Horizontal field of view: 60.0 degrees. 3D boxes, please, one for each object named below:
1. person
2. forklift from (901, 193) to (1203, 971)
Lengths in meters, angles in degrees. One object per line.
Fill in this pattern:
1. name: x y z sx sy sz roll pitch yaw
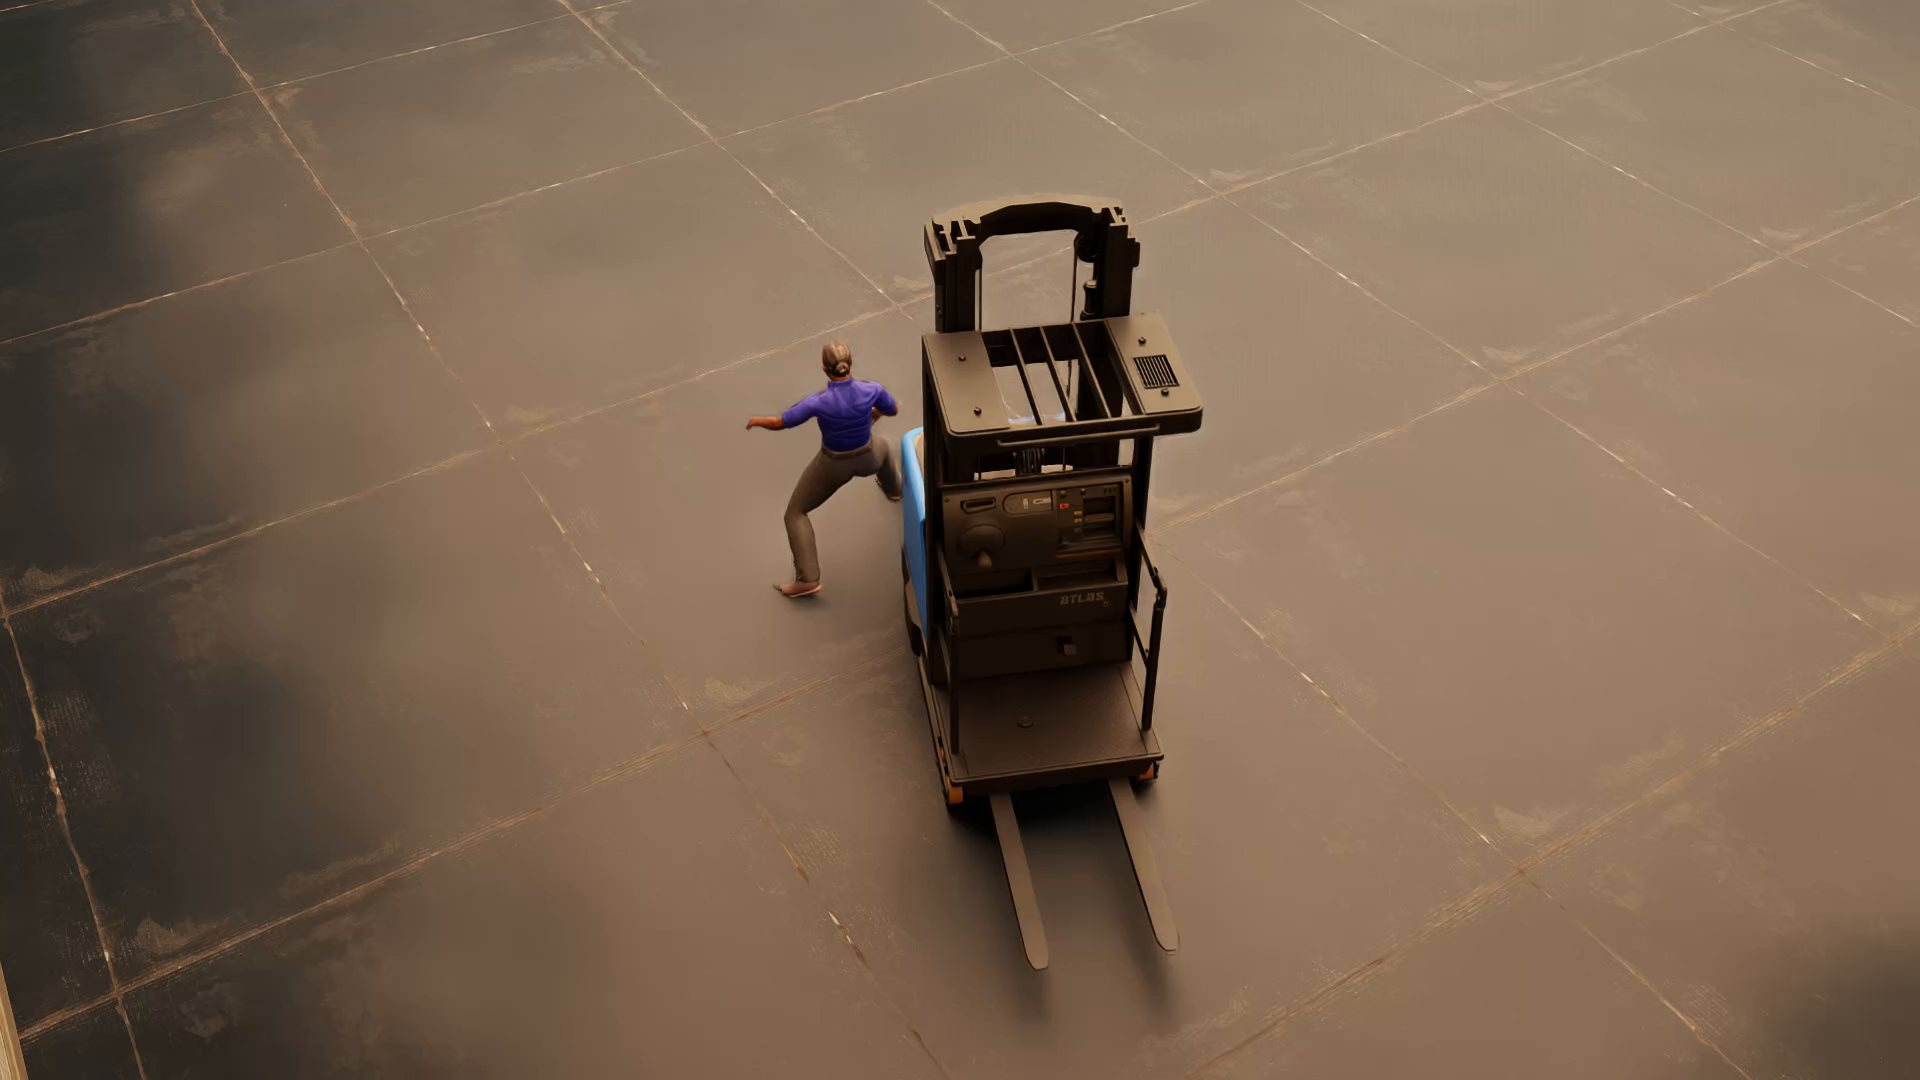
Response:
1. person: -0.716 -0.545 9.646 0.979 1.519 0.947 -15 43 -16
2. forklift: 0.415 -0.006 7.878 1.130 2.935 3.031 -6 42 -7
